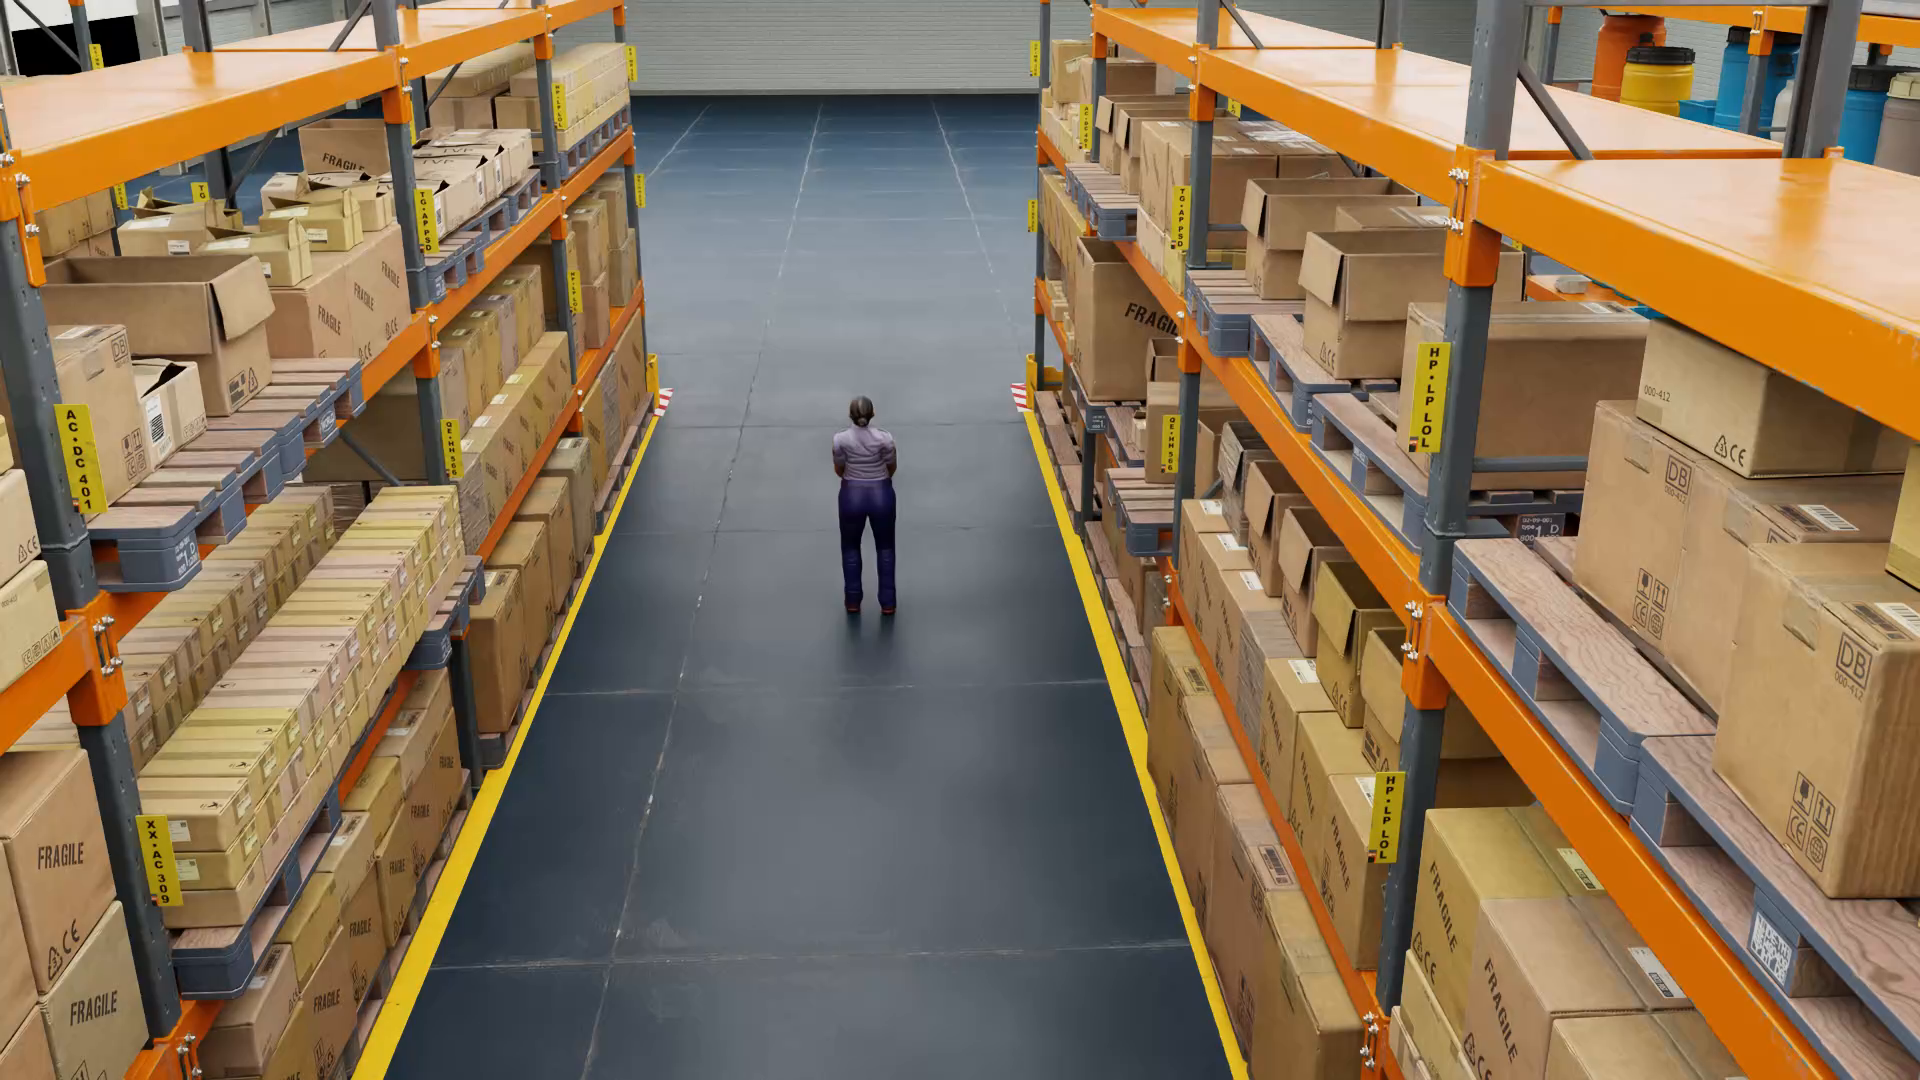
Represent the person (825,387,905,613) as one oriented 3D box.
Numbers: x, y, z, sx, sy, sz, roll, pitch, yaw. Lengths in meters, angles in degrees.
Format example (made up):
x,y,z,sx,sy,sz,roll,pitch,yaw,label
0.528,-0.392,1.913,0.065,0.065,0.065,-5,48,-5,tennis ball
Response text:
x,y,z,sx,sy,sz,roll,pitch,yaw,label
-0.675,-0.275,11.822,0.564,1.652,0.422,-2,21,-6,person
